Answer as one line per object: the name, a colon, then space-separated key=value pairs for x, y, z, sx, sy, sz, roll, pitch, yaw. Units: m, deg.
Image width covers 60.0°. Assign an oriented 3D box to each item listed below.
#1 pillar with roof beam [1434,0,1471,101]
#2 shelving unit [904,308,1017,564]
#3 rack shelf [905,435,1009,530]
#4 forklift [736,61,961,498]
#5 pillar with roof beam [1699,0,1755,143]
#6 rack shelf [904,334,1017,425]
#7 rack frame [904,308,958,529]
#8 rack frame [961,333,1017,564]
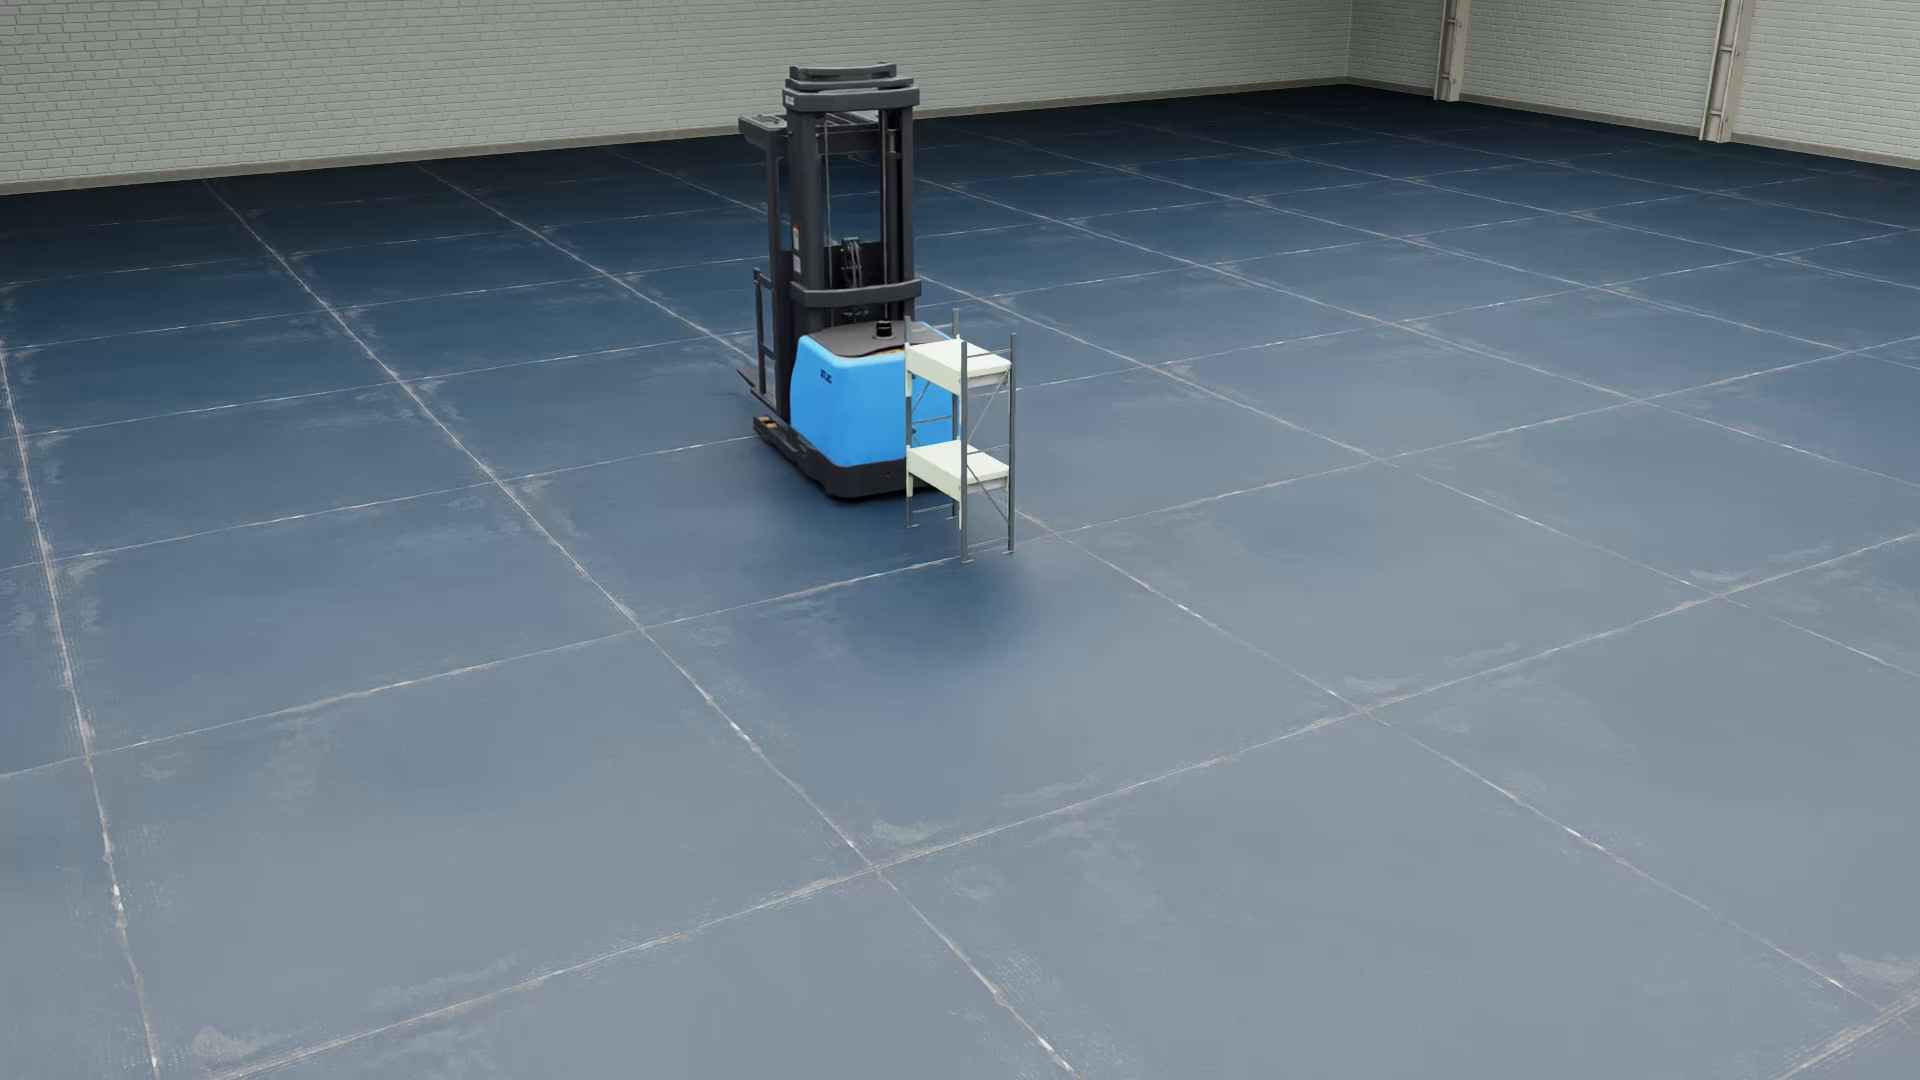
pillar with roof beam: x=5.791 y=-11.927 z=28.705 sx=9.100 sy=9.000 sz=0.400 roll=-13 pitch=25 yaw=-28
shelving unit: x=-0.003 y=-0.697 z=11.034 sx=0.431 sy=1.500 sz=0.755 roll=-13 pitch=25 yaw=-28
rack shelf: x=-0.003 y=-0.395 z=11.157 sx=0.431 sy=0.370 sz=0.720 roll=-13 pitch=25 yaw=-28
forklift: x=-1.006 y=-2.177 z=12.775 sx=1.130 sy=2.935 sz=3.031 roll=-10 pitch=24 yaw=-22
pillar with roof beam: x=8.856 y=-9.985 z=23.927 sx=9.100 sy=9.000 sz=0.400 roll=-13 pitch=25 yaw=-28
rack shelf: x=-0.003 y=-1.058 z=10.887 sx=0.431 sy=0.370 sz=0.720 roll=-13 pitch=25 yaw=-28
rack frame: x=-0.190 y=-0.815 z=11.326 sx=0.400 sy=1.500 sz=0.023 roll=-13 pitch=25 yaw=-28
rack frame: x=0.184 y=-0.578 z=10.743 sx=0.400 sy=1.500 sz=0.023 roll=-13 pitch=25 yaw=-28
